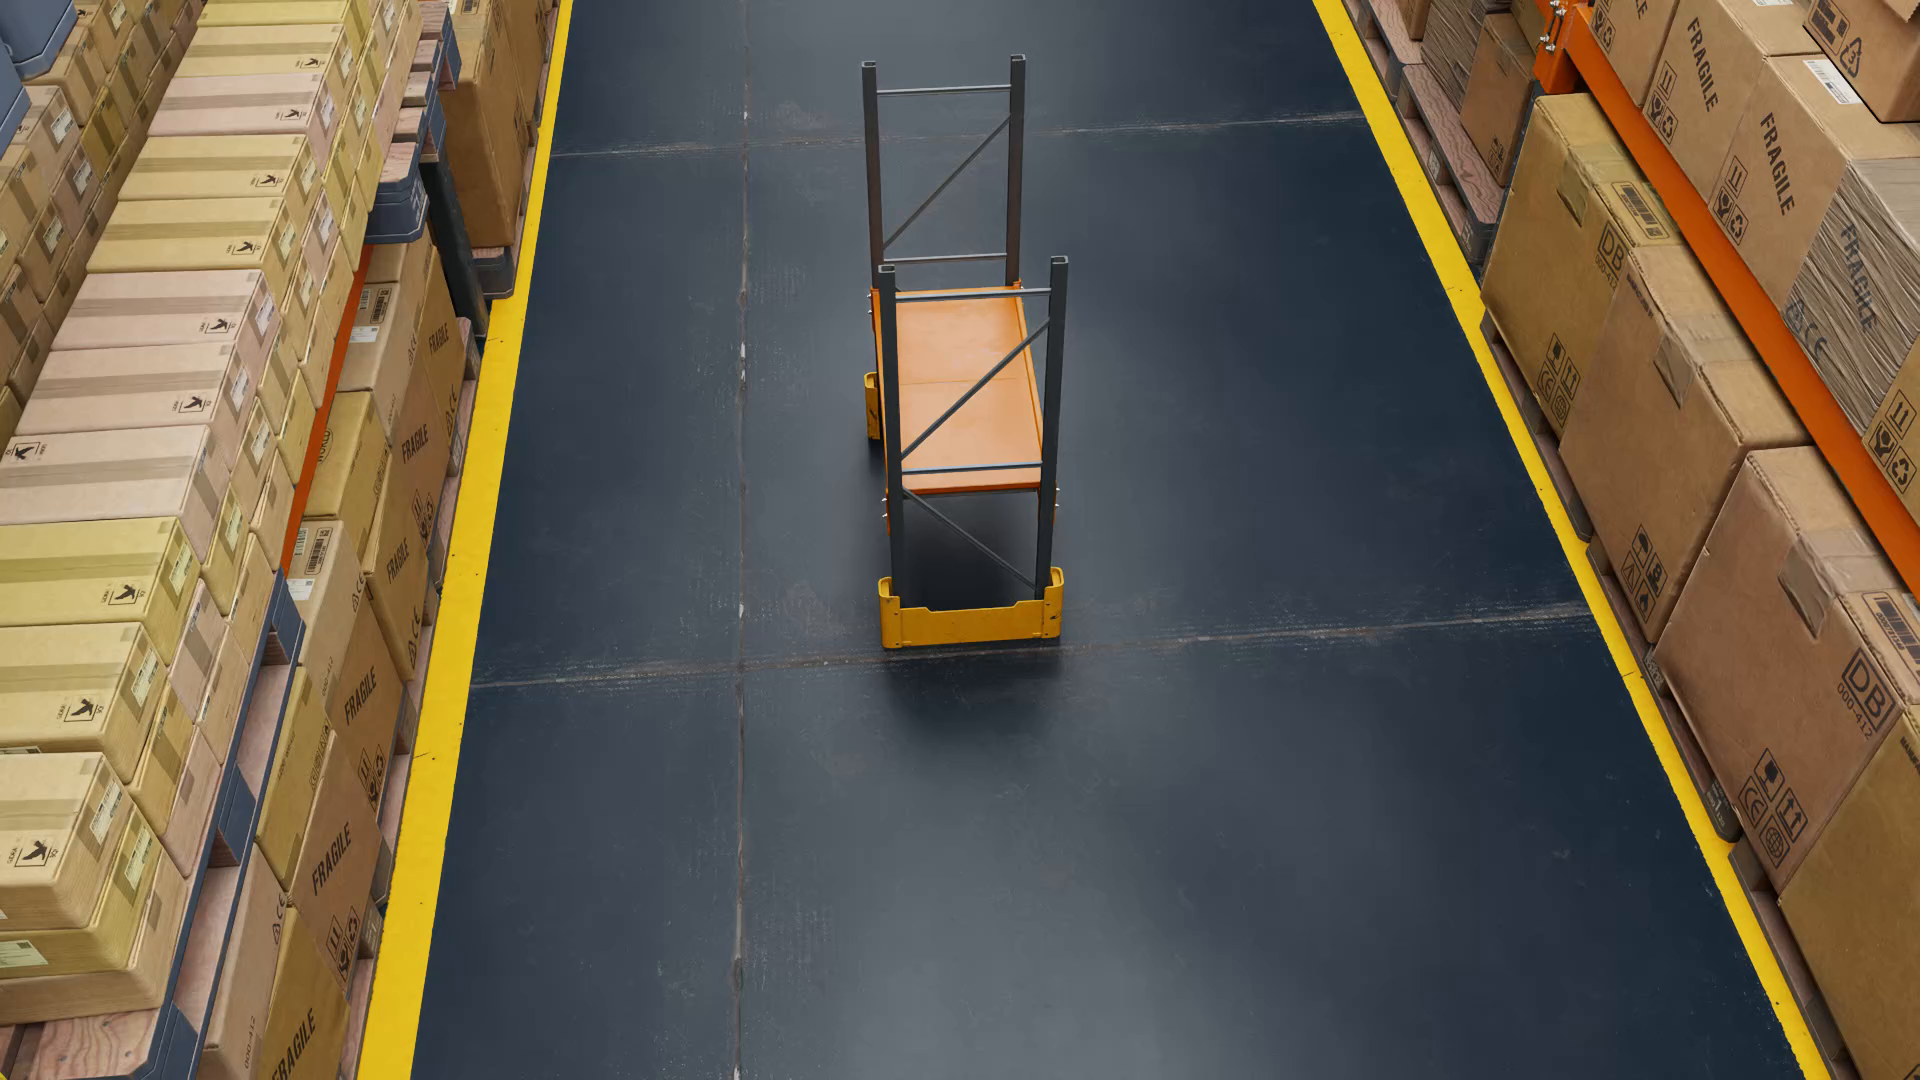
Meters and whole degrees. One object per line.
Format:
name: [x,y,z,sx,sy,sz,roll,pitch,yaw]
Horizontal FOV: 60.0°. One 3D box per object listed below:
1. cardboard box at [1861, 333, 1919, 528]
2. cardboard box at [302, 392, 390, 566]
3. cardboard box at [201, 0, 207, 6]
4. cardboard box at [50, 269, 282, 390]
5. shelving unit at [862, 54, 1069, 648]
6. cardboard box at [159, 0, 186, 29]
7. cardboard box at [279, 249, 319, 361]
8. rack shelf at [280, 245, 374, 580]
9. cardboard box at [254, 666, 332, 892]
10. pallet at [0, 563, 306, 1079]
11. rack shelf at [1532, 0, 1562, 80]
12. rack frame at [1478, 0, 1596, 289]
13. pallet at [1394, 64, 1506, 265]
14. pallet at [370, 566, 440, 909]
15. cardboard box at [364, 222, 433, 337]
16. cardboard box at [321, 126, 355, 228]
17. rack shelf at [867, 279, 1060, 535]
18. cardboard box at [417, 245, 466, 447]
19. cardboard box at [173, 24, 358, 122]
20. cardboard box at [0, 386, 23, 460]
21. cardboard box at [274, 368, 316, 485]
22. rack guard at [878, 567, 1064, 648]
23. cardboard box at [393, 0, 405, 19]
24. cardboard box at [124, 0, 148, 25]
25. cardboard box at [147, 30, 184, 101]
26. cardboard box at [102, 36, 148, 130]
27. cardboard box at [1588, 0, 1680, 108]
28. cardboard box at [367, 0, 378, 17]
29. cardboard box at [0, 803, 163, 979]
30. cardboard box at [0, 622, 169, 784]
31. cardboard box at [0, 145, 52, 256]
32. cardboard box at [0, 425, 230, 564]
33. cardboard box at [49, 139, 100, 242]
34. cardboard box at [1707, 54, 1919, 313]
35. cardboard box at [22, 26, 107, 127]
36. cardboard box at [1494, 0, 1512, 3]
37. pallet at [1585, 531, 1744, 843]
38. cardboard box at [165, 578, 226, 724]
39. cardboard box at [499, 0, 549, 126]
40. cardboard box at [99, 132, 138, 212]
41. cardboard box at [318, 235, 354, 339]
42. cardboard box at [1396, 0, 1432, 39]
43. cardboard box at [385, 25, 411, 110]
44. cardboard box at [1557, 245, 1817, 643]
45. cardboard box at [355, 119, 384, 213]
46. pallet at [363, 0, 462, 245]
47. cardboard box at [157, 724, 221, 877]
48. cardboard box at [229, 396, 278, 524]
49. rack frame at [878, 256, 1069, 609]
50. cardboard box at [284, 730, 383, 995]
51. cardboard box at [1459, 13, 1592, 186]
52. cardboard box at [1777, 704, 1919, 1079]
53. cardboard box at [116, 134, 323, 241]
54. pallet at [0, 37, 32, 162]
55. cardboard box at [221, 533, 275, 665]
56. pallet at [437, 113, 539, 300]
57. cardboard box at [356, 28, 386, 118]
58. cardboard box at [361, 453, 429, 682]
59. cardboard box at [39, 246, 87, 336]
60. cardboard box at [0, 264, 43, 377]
cardboard box: [2.538,-0.255,3.857,0.500,0.500,0.500,-4,47,-4]
cardboard box: [-1.953,-0.159,4.750,0.500,0.250,0.500,-2,47,-2]
cardboard box: [-2.657,-2.172,5.673,0.500,0.500,0.500,-3,47,-3]
cardboard box: [-1.700,-0.445,3.580,0.380,0.149,0.250,-2,47,-2]
shelving unit: [-0.006,-0.571,5.258,0.587,1.500,1.083,-3,47,-3]
cardboard box: [-2.511,-1.627,4.904,0.380,0.149,0.250,-2,47,-2]
cardboard box: [-1.724,-0.539,3.874,0.380,0.149,0.250,-4,47,-4]
rack shelf: [-2.184,-0.134,4.307,1.077,0.370,4.000,-3,47,-3]
cardboard box: [-1.862,0.587,4.044,0.500,0.250,0.500,-2,47,-2]
pallet: [-1.936,0.570,3.277,1.003,0.211,1.213,-3,47,-3]
rack shelf: [2.432,-3.257,7.264,1.077,0.370,4.000,-3,47,-3]
rack frame: [2.600,-2.057,5.632,1.000,3.000,0.127,-3,47,-3]
pallet: [2.536,-1.663,7.180,1.003,0.211,1.213,-3,47,-3]
pallet: [-2.188,0.576,5.059,1.003,0.211,1.213,-3,47,-3]
cardboard box: [-2.033,-0.892,5.445,0.500,0.250,0.500,-4,47,-4]
cardboard box: [-1.769,-0.915,4.229,0.380,0.149,0.250,-4,47,-4]
rack shelf: [-0.007,-0.454,5.395,0.538,0.185,1.000,-3,47,-3]
cardboard box: [-2.036,-0.653,5.735,0.500,0.500,0.500,-4,47,-3]
cardboard box: [-1.787,-1.200,4.295,0.380,0.149,0.250,-2,47,-2]
cardboard box: [-2.359,-0.210,3.767,0.380,0.149,0.250,-2,47,-2]
cardboard box: [-1.706,-0.250,3.805,0.380,0.149,0.250,-4,47,-4]
rack guard: [0.035,0.219,5.370,0.587,0.250,0.087,-3,47,-3]
cardboard box: [-1.856,-1.659,4.934,0.380,0.149,0.250,-3,47,-2]
cardboard box: [-2.481,-1.551,4.627,0.380,0.149,0.250,-5,47,-4]
cardboard box: [-2.493,-1.356,4.852,0.380,0.149,0.250,-1,47,-1]
cardboard box: [-2.461,-1.238,4.535,0.380,0.149,0.250,-5,47,-5]
cardboard box: [2.369,-1.723,5.247,0.500,0.500,0.500,-2,47,-2]
cardboard box: [-1.835,-1.583,4.657,0.380,0.149,0.250,-4,47,-4]
cardboard box: [-1.591,0.592,2.802,0.380,0.149,0.250,-3,47,-3]
cardboard box: [-1.621,0.289,2.885,0.380,0.149,0.250,-2,47,-2]
cardboard box: [-2.394,-0.794,3.910,0.380,0.149,0.250,-2,47,-2]
cardboard box: [-1.658,-0.078,3.232,0.380,0.149,0.250,-4,47,-4]
cardboard box: [-2.419,-0.875,4.192,0.380,0.149,0.250,-3,47,-3]
cardboard box: [2.461,-0.980,4.543,0.500,0.500,0.500,-4,47,-4]
cardboard box: [-2.443,-1.181,4.277,0.380,0.149,0.250,-5,47,-5]
cardboard box: [2.459,-2.473,6.928,0.500,0.250,0.500,1,47,1]
pallet: [2.690,0.358,5.266,1.003,0.211,1.213,-3,47,-3]
cardboard box: [-1.637,0.218,3.156,0.380,0.149,0.250,-2,47,-2]
cardboard box: [-2.389,-2.278,7.101,1.050,0.750,0.750,-3,47,-3]
cardboard box: [-2.446,-0.966,4.483,0.380,0.149,0.250,-2,47,-1]
cardboard box: [-1.750,-0.629,4.164,0.380,0.149,0.250,-2,47,-2]
cardboard box: [2.410,-2.642,7.605,0.700,0.500,0.500,0,47,0]
cardboard box: [-1.833,-1.378,4.873,0.380,0.149,0.250,-4,47,-3]
cardboard box: [2.704,-0.325,5.166,1.225,0.875,0.875,-3,47,-3]
cardboard box: [-1.794,-1.011,4.525,0.380,0.149,0.250,-4,47,-4]
pallet: [-2.186,-1.253,5.003,1.213,0.211,1.003,-3,47,-3]
cardboard box: [-1.620,0.494,3.100,0.380,0.149,0.250,-3,47,-3]
cardboard box: [-1.684,-0.165,3.519,0.380,0.149,0.250,-2,47,-2]
rack frame: [0.035,-0.210,4.916,0.500,1.500,0.032,-3,47,-3]
cardboard box: [-1.860,0.847,4.314,0.500,0.500,0.500,-2,47,-1]
cardboard box: [2.524,-1.832,6.838,0.700,0.500,0.500,-6,47,-5]
cardboard box: [2.861,0.962,3.948,1.225,0.875,0.875,-3,47,-3]
cardboard box: [-1.747,-0.829,3.943,0.380,0.149,0.250,-1,47,-1]
pallet: [-1.962,-0.354,2.083,1.213,0.211,1.003,-3,47,-3]
cardboard box: [-1.657,0.131,3.443,0.380,0.149,0.250,-3,47,-3]
pallet: [-2.342,-1.445,6.973,1.003,0.211,1.213,-3,47,-3]
cardboard box: [-1.808,-1.276,4.571,0.380,0.149,0.250,-2,47,-2]
cardboard box: [-1.936,0.104,5.018,0.500,0.500,0.500,-5,47,-5]
cardboard box: [-2.402,-0.591,4.128,0.380,0.149,0.250,-3,47,-3]
cardboard box: [-2.375,-0.500,3.837,0.380,0.149,0.250,-2,47,-2]
